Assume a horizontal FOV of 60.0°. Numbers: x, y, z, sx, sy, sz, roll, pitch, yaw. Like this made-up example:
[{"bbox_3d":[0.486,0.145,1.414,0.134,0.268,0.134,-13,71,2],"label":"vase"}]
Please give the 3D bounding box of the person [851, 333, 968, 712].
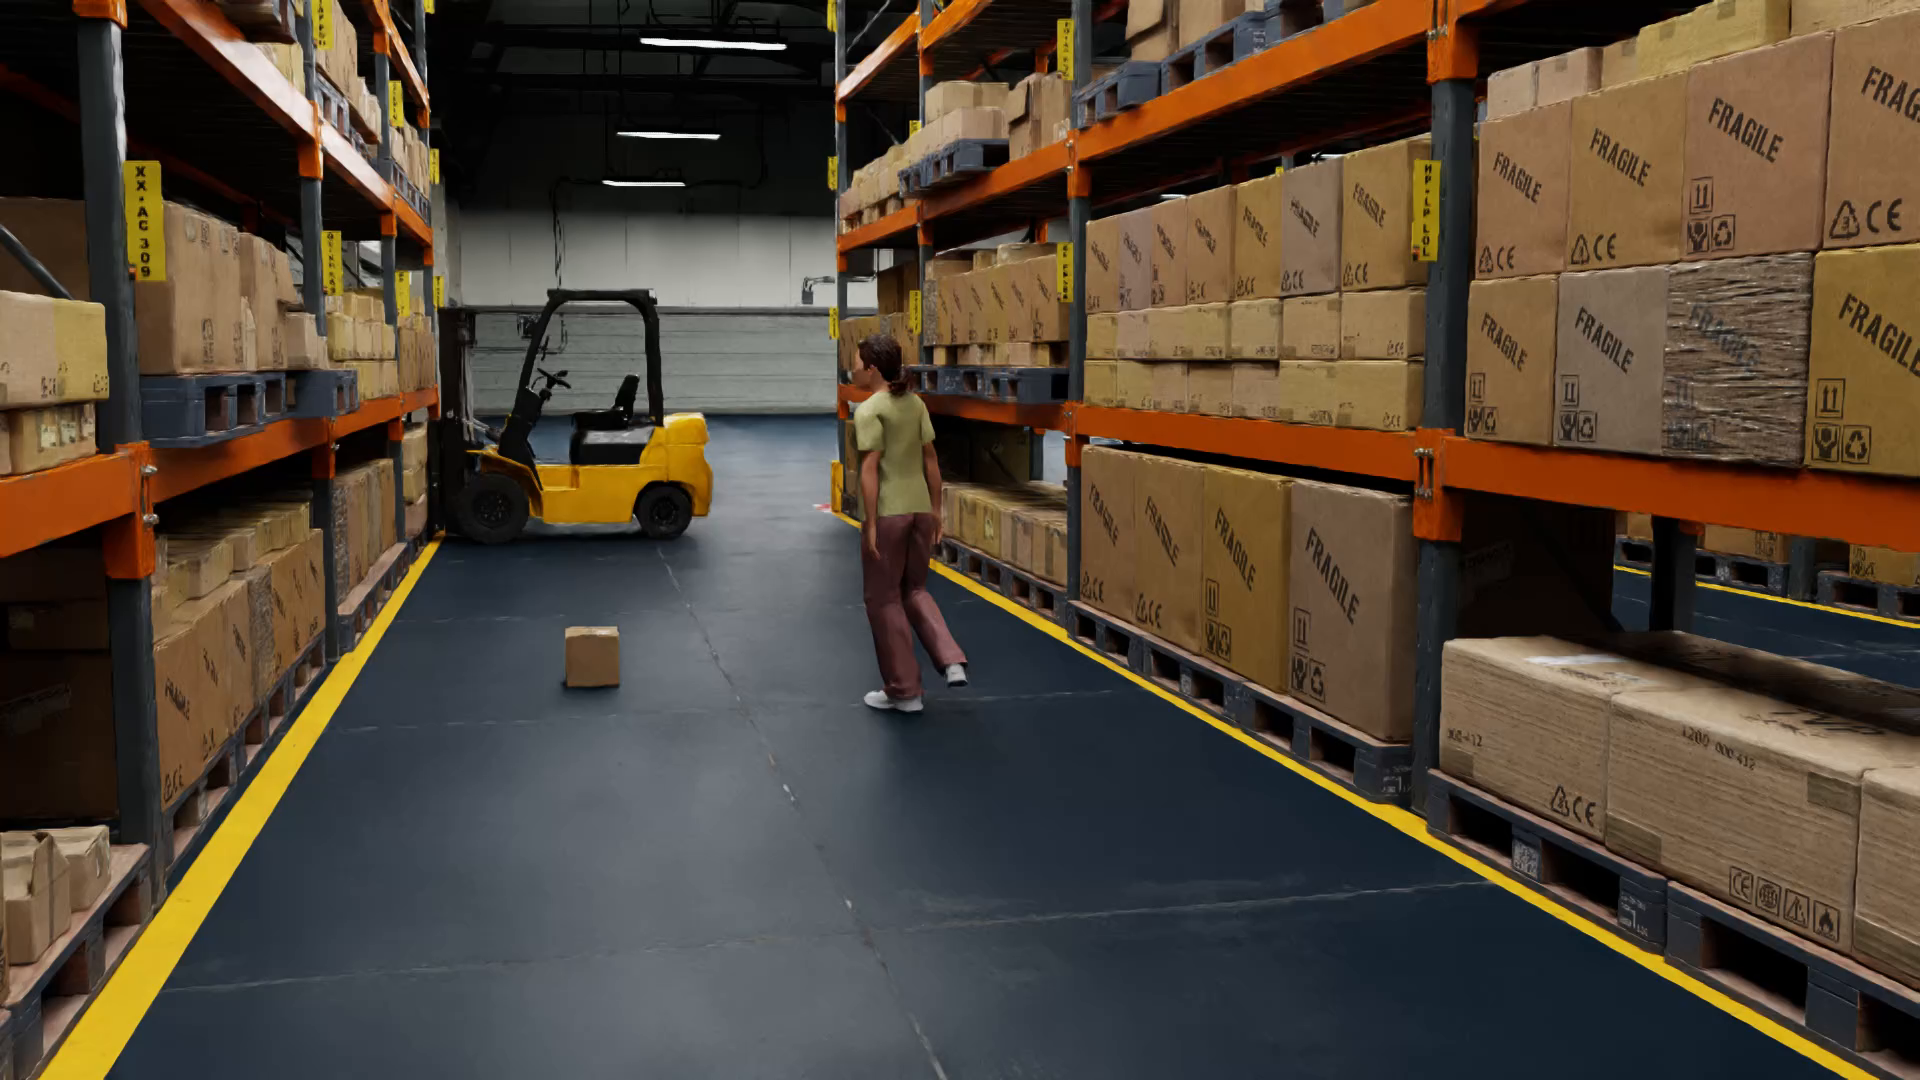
[{"bbox_3d":[-0.216,-0.069,7.287,0.506,1.662,0.514,5,8,41],"label":"person"}]
